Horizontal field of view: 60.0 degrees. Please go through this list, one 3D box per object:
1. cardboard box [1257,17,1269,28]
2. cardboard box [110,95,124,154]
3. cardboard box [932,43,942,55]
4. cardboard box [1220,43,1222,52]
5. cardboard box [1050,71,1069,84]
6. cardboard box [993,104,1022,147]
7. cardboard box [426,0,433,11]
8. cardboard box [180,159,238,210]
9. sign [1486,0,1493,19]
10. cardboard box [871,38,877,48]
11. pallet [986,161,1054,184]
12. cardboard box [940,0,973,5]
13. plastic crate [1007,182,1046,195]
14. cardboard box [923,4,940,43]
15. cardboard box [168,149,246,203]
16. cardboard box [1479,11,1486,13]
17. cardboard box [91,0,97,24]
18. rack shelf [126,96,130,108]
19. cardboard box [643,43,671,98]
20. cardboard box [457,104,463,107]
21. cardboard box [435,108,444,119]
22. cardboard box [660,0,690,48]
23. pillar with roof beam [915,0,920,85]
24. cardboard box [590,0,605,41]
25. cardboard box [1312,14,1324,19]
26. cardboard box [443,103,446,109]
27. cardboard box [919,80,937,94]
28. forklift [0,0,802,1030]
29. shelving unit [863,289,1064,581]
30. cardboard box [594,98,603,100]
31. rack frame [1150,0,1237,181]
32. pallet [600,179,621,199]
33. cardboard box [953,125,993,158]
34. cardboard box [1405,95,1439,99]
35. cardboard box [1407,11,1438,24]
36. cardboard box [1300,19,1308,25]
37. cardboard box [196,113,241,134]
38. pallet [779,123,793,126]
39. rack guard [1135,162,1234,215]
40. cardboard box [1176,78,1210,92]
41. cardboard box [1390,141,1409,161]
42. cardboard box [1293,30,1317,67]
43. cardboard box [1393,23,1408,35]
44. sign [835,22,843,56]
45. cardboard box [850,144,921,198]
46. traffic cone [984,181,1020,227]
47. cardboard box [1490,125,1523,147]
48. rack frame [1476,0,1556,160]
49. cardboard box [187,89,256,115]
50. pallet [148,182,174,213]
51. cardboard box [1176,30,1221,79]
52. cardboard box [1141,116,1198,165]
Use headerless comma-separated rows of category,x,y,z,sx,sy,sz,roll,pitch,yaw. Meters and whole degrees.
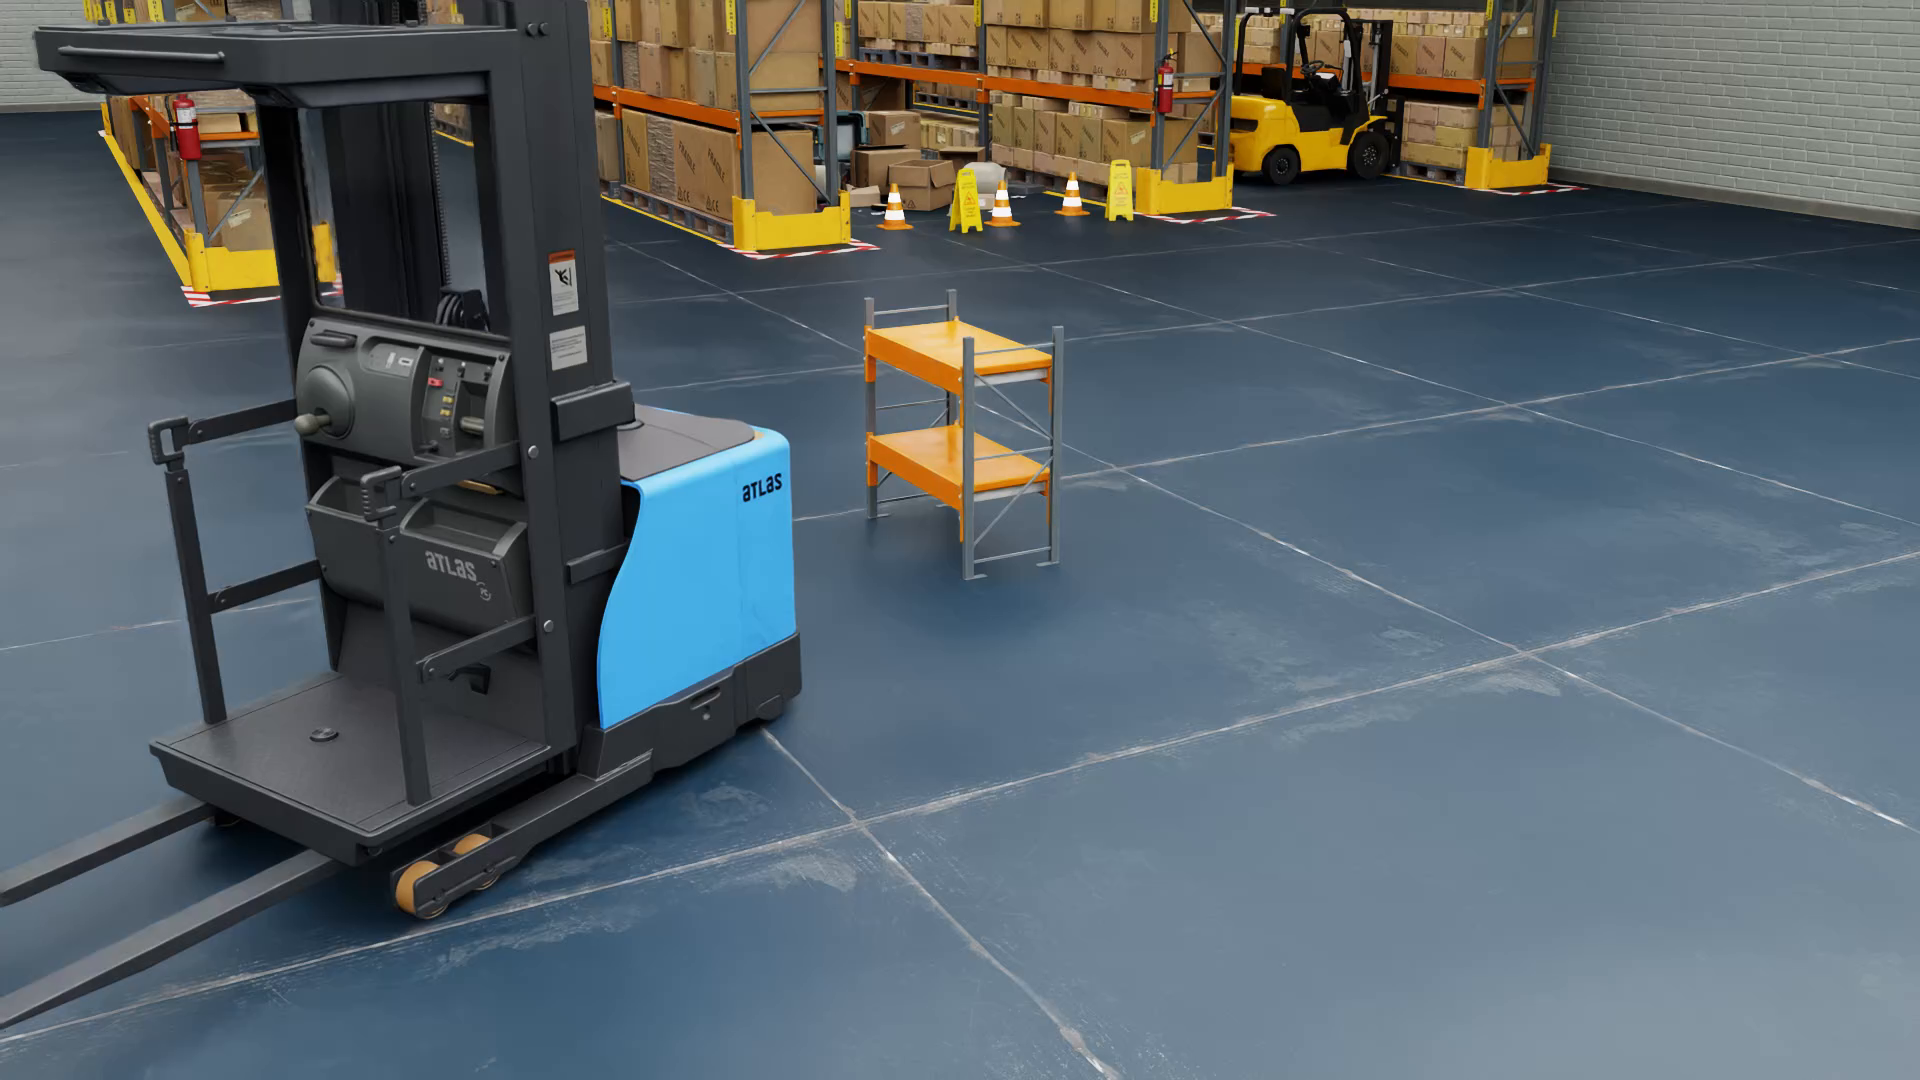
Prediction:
cardboard box,4.585,-7.606,24.428,0.380,0.149,0.250,-10,22,-27
cardboard box,-11.059,-5.866,23.147,1.225,0.875,0.875,-11,22,-29
cardboard box,-0.161,-6.752,22.841,0.380,0.149,0.250,-10,21,-26
cardboard box,4.159,-7.441,25.328,0.500,0.250,0.500,-10,21,-26
cardboard box,1.325,-5.652,20.298,0.380,0.149,0.250,-10,21,-27
cardboard box,0.757,-5.390,21.574,0.500,0.500,0.500,-9,21,-24
cardboard box,-8.595,-9.045,27.603,0.500,0.500,0.500,-11,22,-28
cardboard box,-7.852,-3.708,17.468,0.500,0.500,0.500,-11,22,-28
sign,6.496,-6.548,20.372,0.100,0.325,0.005,-10,21,-27
cardboard box,-1.090,-7.367,24.624,0.380,0.149,0.250,-11,22,-30
pallet,1.064,-4.842,21.840,1.003,0.211,1.213,-10,21,-27
cardboard box,-0.042,-7.334,22.539,0.380,0.149,0.250,-11,22,-28
plastic crate,0.738,-4.390,20.730,0.583,0.080,0.402,16,25,39
cardboard box,-0.183,-7.122,22.920,0.500,0.500,0.500,-9,21,-25
cardboard box,-8.280,-4.018,18.336,0.700,0.500,0.500,-12,22,-31
cardboard box,6.776,-6.747,21.483,0.380,0.149,0.250,-10,21,-26
cardboard box,-13.226,-8.211,25.952,0.500,0.500,0.500,-11,22,-28
rack shelf,-10.856,-6.195,22.589,1.077,0.370,4.000,-10,21,-27
cardboard box,-2.974,-5.191,18.347,0.875,0.550,0.550,-10,21,-27
cardboard box,-7.947,-7.109,26.951,0.380,0.149,0.250,-10,21,-26
cardboard box,-8.733,-7.281,28.360,0.380,0.149,0.250,-11,22,-29
cardboard box,-2.692,-5.555,17.745,0.875,0.550,0.500,-10,21,-27
pillar with roof beam,-4.893,-13.645,33.879,9.100,9.000,0.400,-10,21,-27
cardboard box,-4.081,-6.361,20.280,0.700,0.500,0.500,-10,22,-28
cardboard box,5.190,-7.416,23.421,0.380,0.149,0.250,-10,21,-26
cardboard box,-8.594,-7.431,28.338,0.380,0.149,0.250,-9,21,-24
cardboard box,-0.410,-9.390,33.930,0.797,0.503,0.637,-11,22,-29
forklift,-1.832,-0.446,4.931,1.130,2.935,3.031,12,23,32
shelving unit,-0.003,-0.534,7.954,0.538,1.125,1.048,-10,21,-27
cardboard box,-5.283,-5.646,22.701,1.050,0.750,0.750,-10,22,-27
rack frame,2.614,-5.199,18.600,1.000,3.000,0.127,-10,21,-27
pallet,-4.027,-4.443,20.685,1.003,0.211,1.213,-10,21,-27
cardboard box,0.463,-5.454,22.724,0.950,0.372,0.625,-10,21,-26
cardboard box,6.213,-5.944,22.798,0.500,0.250,0.500,-10,22,-28
cardboard box,6.058,-6.811,21.669,0.380,0.149,0.250,-9,21,-25
cardboard box,5.001,-7.339,23.654,0.380,0.149,0.250,-10,22,-28
cardboard box,-6.425,-3.595,14.337,0.380,0.149,0.250,-10,21,-27
pallet,-2.652,-7.116,28.430,1.003,0.211,1.213,-10,21,-27
rack guard,2.578,-4.039,19.071,1.175,0.500,0.348,-10,21,-27
cardboard box,2.635,-5.210,19.017,0.380,0.149,0.250,-10,21,-26
cardboard box,6.022,-5.243,22.299,0.500,0.250,0.500,-10,21,-26
cardboard box,5.062,-6.997,23.657,0.500,0.500,0.500,-11,22,-28
cardboard box,5.938,-6.744,21.928,0.380,0.149,0.250,-10,21,-26
sign,-1.203,-4.934,16.384,0.100,0.325,0.005,-10,21,-27
cardboard box,-0.900,-4.463,20.085,0.797,0.637,0.503,-10,21,-27
traffic cone,0.459,-3.654,18.012,0.336,0.463,0.334,-10,21,-27
cardboard box,6.940,-5.271,21.615,0.500,0.250,0.500,-10,21,-26
rack frame,6.980,-5.969,20.832,1.000,3.000,0.127,-10,21,-27
cardboard box,-6.345,-4.014,14.557,0.875,0.500,0.500,-10,21,-27
pallet,-8.961,-4.068,19.598,1.003,0.211,1.213,-10,21,-27
cardboard box,2.633,-5.566,19.054,0.500,0.500,0.500,-10,22,-27
cardboard box,2.462,-4.734,19.673,0.500,0.500,0.500,-11,22,-28
